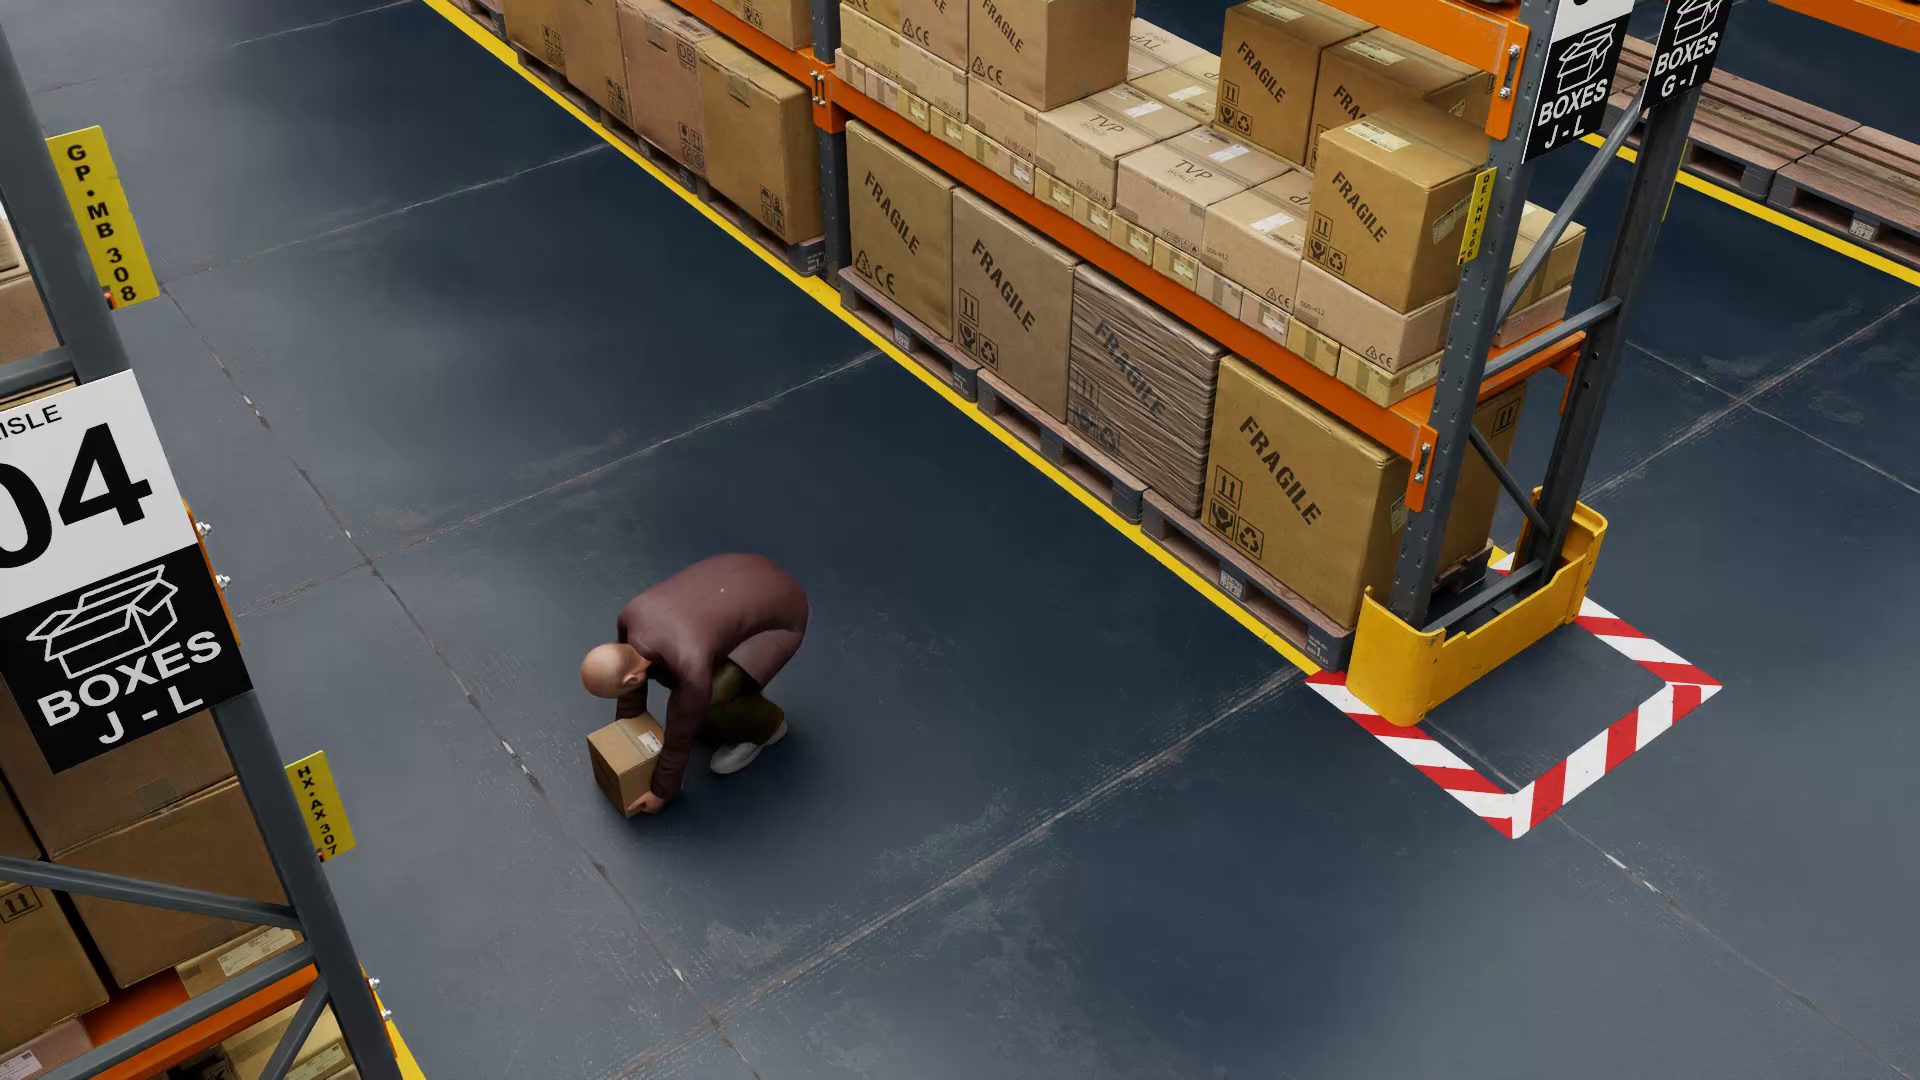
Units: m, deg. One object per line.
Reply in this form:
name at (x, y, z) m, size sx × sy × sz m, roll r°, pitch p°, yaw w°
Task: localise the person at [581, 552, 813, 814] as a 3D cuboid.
person at (-0.988, 0.511, 6.323) m, size 0.947 × 0.834 × 0.572 m, roll -27°, pitch 47°, yaw -29°
